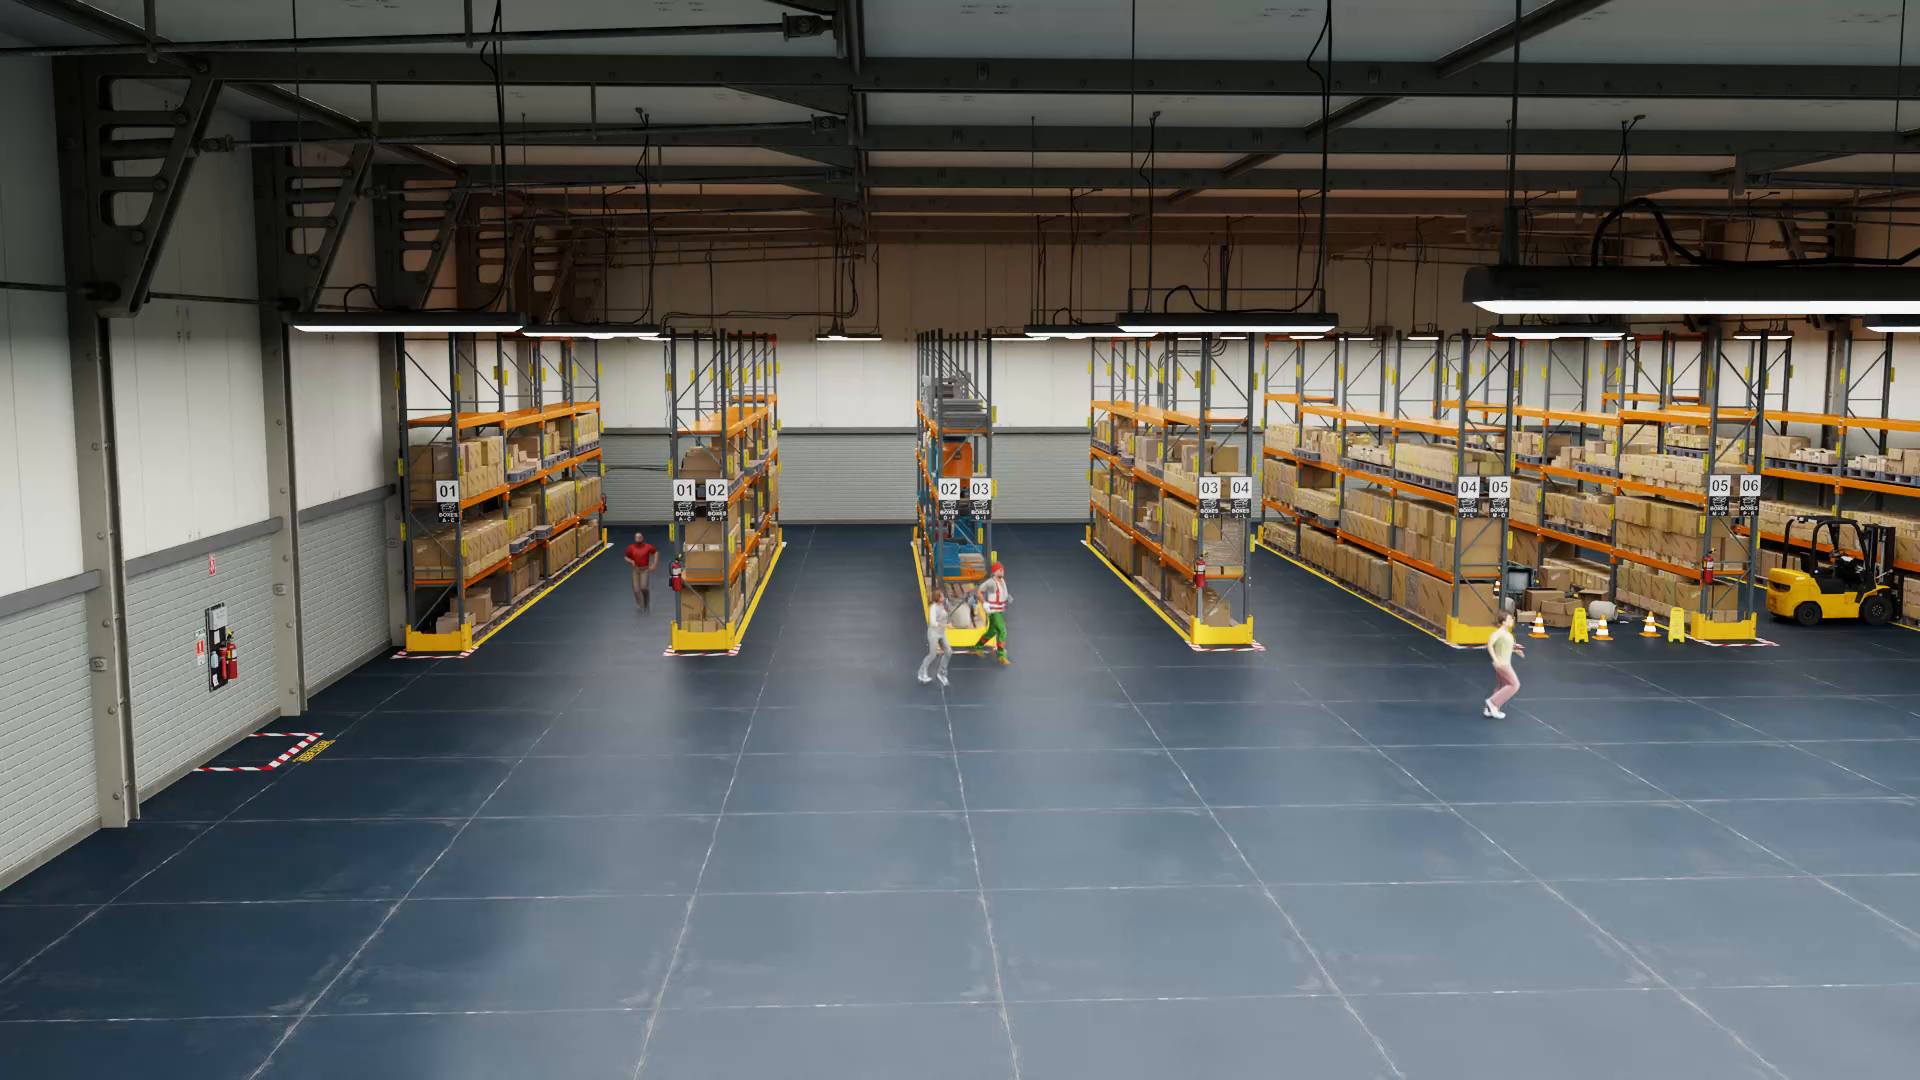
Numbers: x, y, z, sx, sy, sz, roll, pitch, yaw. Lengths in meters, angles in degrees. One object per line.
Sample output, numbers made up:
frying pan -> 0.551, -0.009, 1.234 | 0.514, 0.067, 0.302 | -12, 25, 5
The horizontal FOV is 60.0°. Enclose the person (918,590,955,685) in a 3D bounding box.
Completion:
person -> -0.380, 1.654, 27.977 | 0.696, 1.656, 0.560 | 3, 7, 25

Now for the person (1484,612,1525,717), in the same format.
person -> 8.344, 1.916, 25.473 | 0.549, 1.626, 0.587 | 3, 7, 24

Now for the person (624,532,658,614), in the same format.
person -> -6.793, 0.729, 35.378 | 0.677, 1.795, 0.741 | 0, 7, -2

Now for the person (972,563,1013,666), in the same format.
person -> 0.612, 1.315, 29.919 | 0.847, 1.831, 0.663 | 3, 7, 26
